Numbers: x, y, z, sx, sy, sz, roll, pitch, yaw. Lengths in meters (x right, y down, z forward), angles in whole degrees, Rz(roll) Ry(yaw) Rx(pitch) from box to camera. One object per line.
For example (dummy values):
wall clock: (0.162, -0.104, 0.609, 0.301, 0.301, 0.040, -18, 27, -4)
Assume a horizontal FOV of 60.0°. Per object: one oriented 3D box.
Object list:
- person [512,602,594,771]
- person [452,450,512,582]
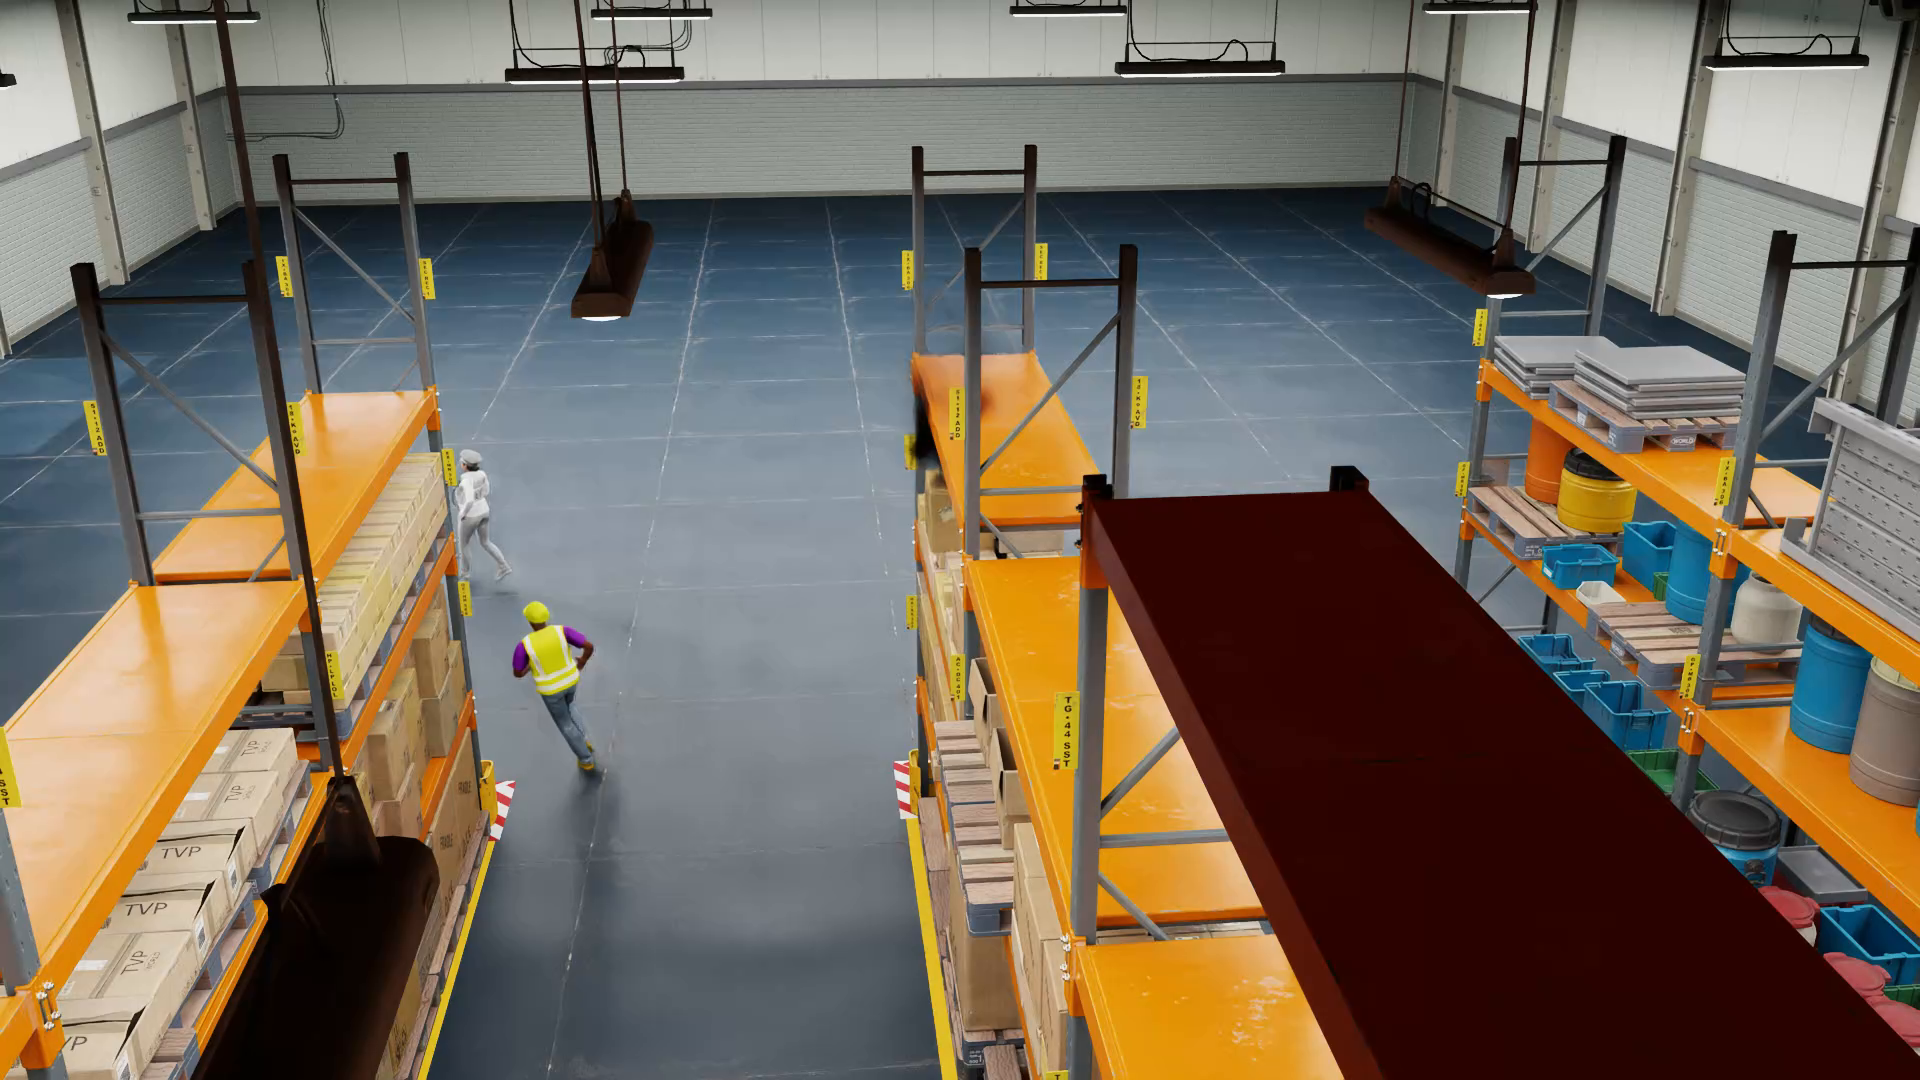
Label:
person: (-3.848, 1.402, 15.771, 0.709, 1.770, 0.652, -17, 27, -36)
person: (-5.832, -0.277, 19.953, 0.878, 1.683, 0.616, 10, 24, 24)
